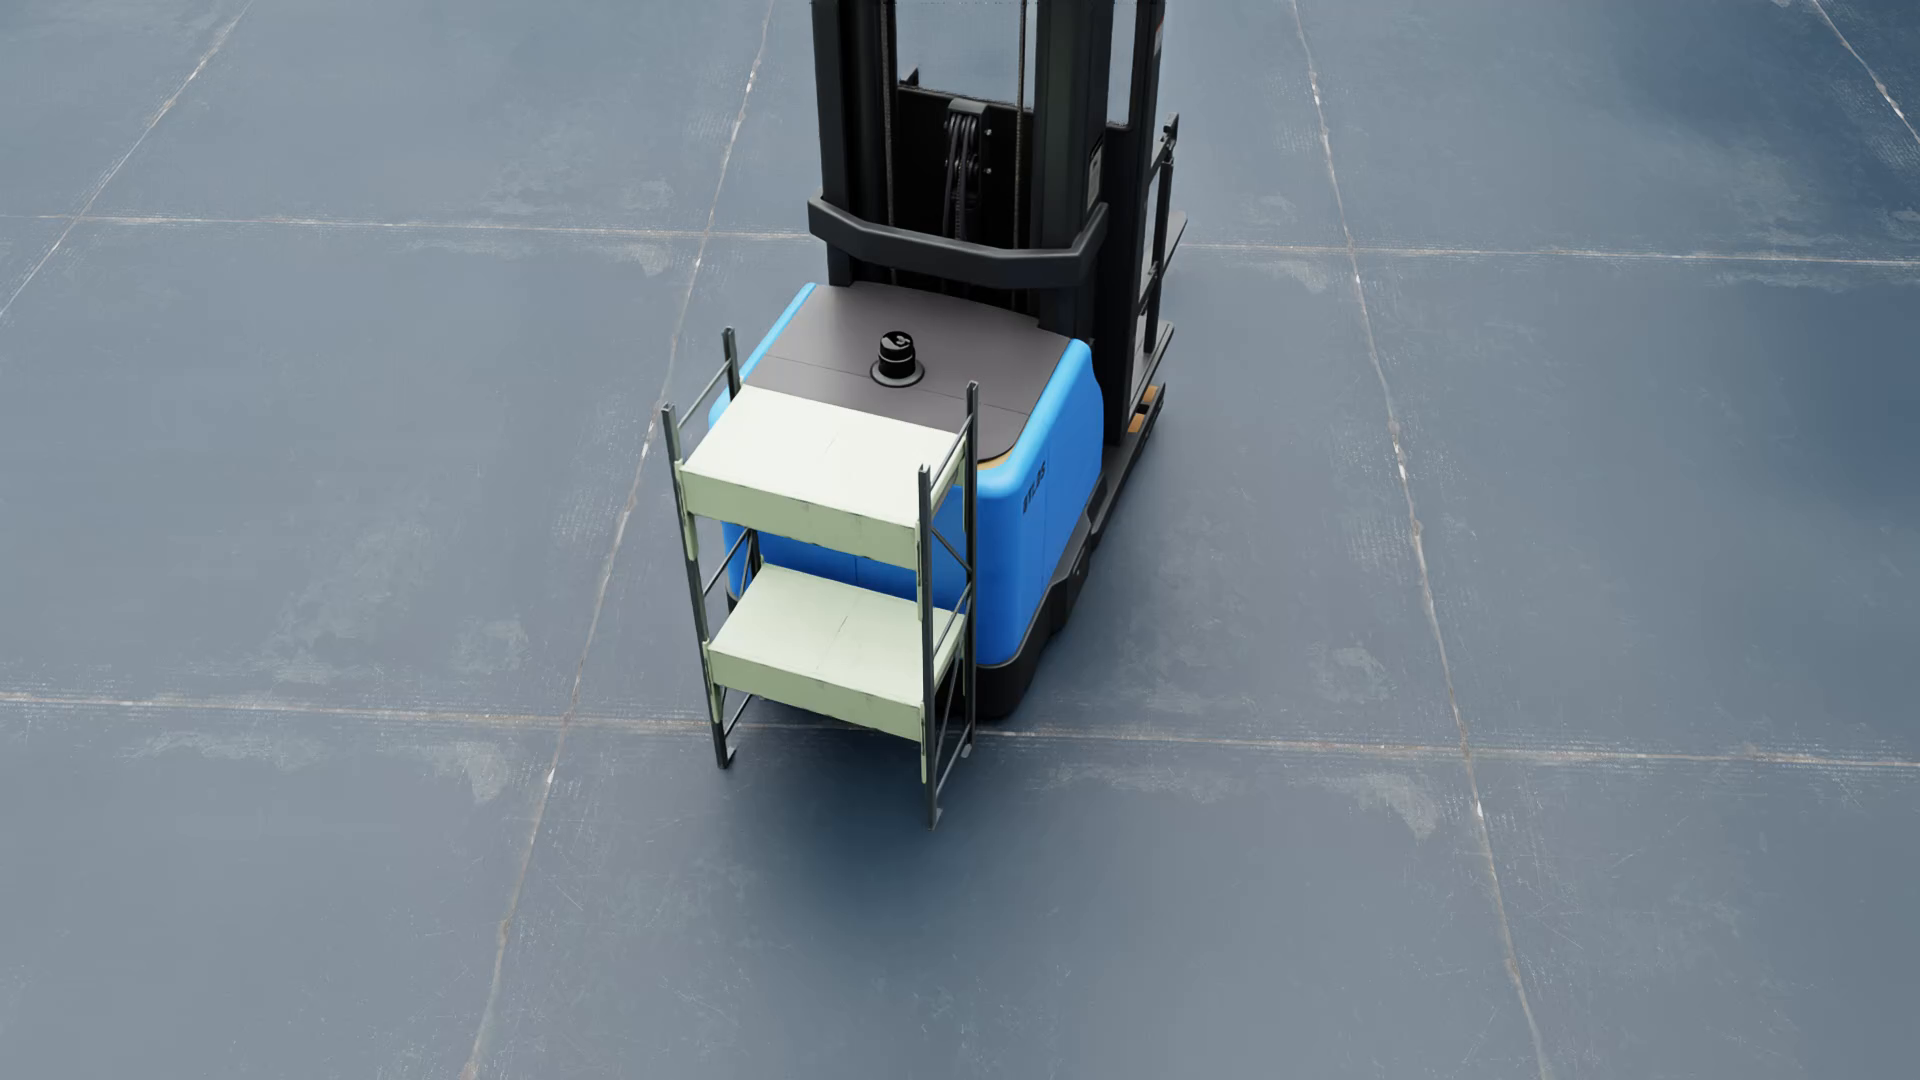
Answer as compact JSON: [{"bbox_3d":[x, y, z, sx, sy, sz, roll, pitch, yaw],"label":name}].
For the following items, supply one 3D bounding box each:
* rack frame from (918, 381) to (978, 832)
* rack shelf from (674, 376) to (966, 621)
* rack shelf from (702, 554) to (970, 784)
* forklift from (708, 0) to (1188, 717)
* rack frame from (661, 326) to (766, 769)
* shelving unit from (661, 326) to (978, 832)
[{"bbox_3d":[-0.028,0.245,4.885,0.023,1.500,0.400,14,45,15],"label":"rack frame"},{"bbox_3d":[-0.372,-0.125,4.710,0.720,0.370,0.431,14,45,15],"label":"rack shelf"},{"bbox_3d":[-0.371,0.397,5.201,0.720,0.370,0.431,14,45,15],"label":"rack shelf"},{"bbox_3d":[0.189,-1.503,5.714,1.130,2.935,3.031,14,45,15],"label":"forklift"},{"bbox_3d":[-0.716,0.073,5.070,0.023,1.500,0.400,14,45,15],"label":"rack frame"},{"bbox_3d":[-0.372,0.159,4.977,0.755,1.500,0.431,14,45,15],"label":"shelving unit"}]
